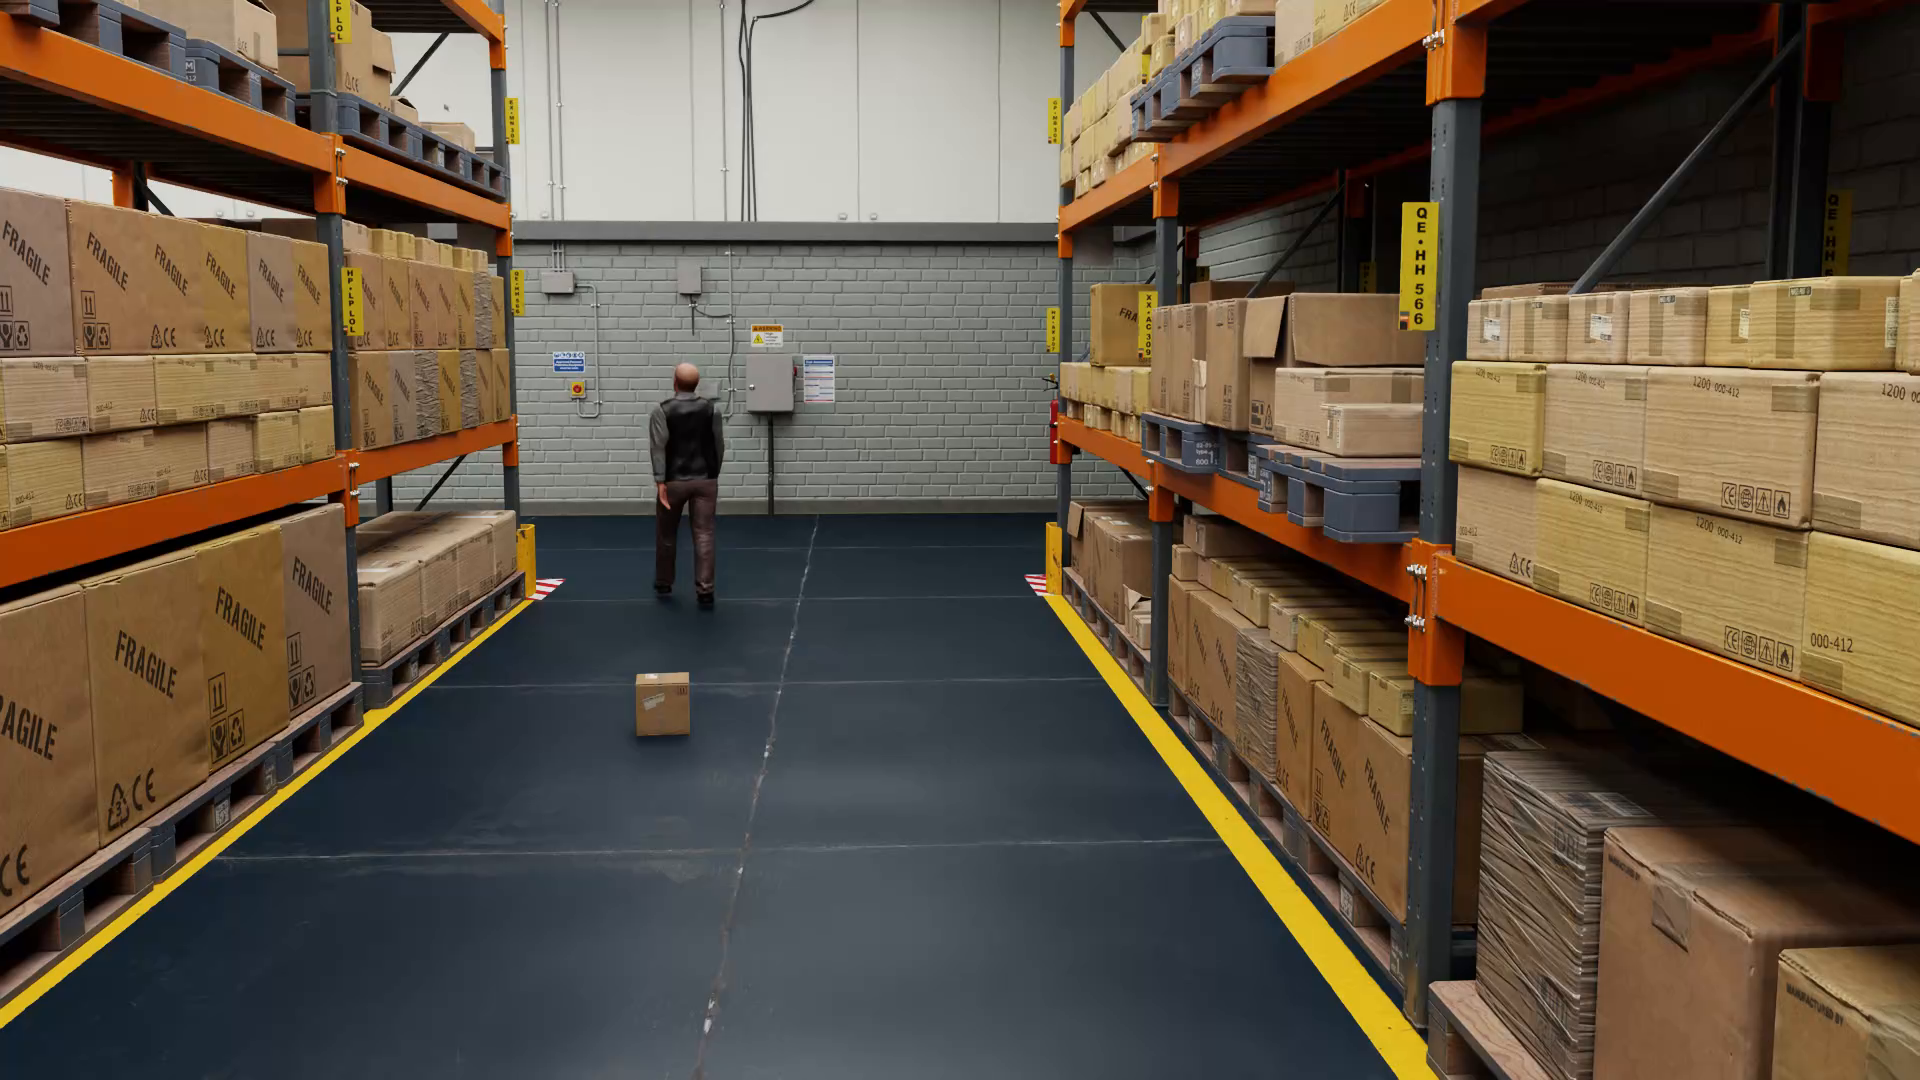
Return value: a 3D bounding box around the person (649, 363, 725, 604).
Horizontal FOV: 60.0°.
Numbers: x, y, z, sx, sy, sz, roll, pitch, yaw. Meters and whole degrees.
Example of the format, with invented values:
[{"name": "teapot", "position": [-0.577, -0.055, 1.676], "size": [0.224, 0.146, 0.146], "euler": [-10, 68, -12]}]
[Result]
[{"name": "person", "position": [-1.945, -0.421, 11.792], "size": [0.544, 1.664, 0.996], "euler": [-2, 7, -18]}]
